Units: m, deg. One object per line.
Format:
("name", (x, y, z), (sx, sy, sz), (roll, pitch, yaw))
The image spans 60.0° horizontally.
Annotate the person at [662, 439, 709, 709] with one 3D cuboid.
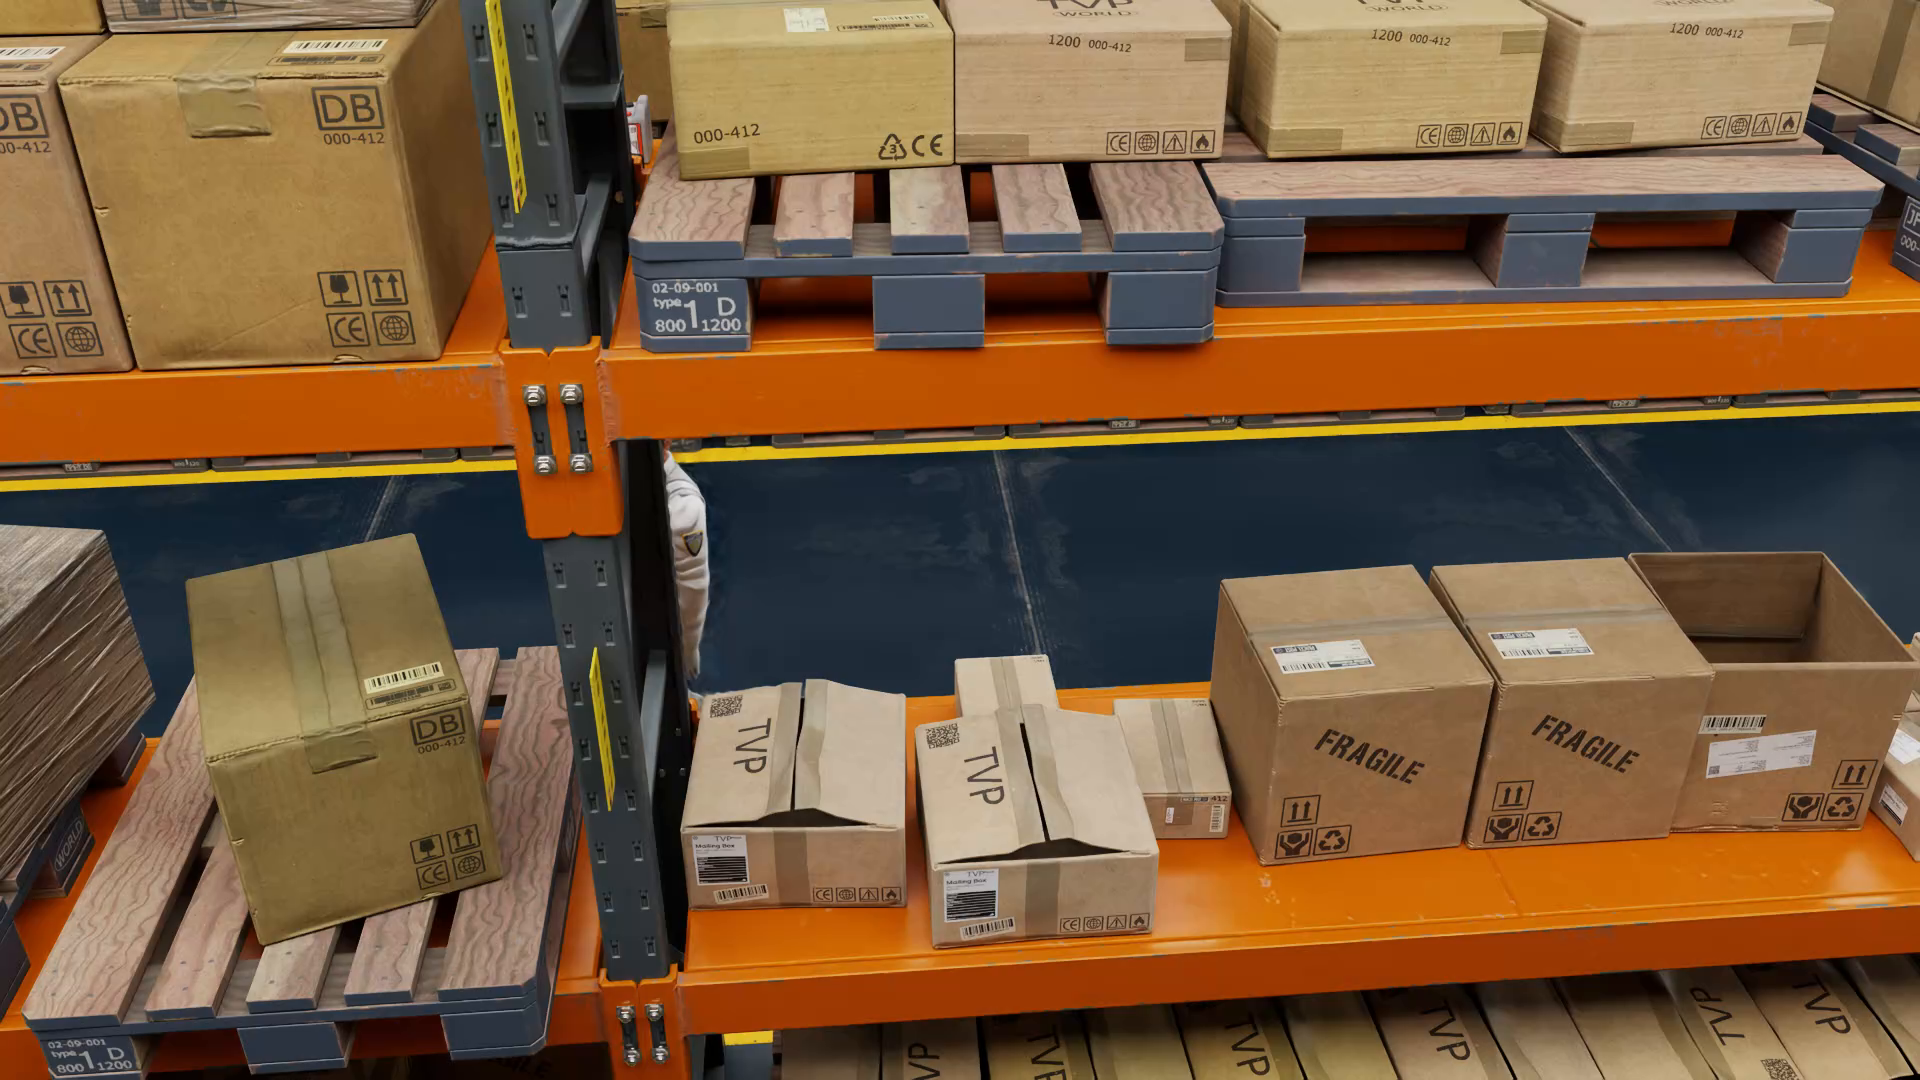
("person", (-1.013, 0.263, 5.670), (0.517, 1.655, 0.500), (-19, 36, -28))
